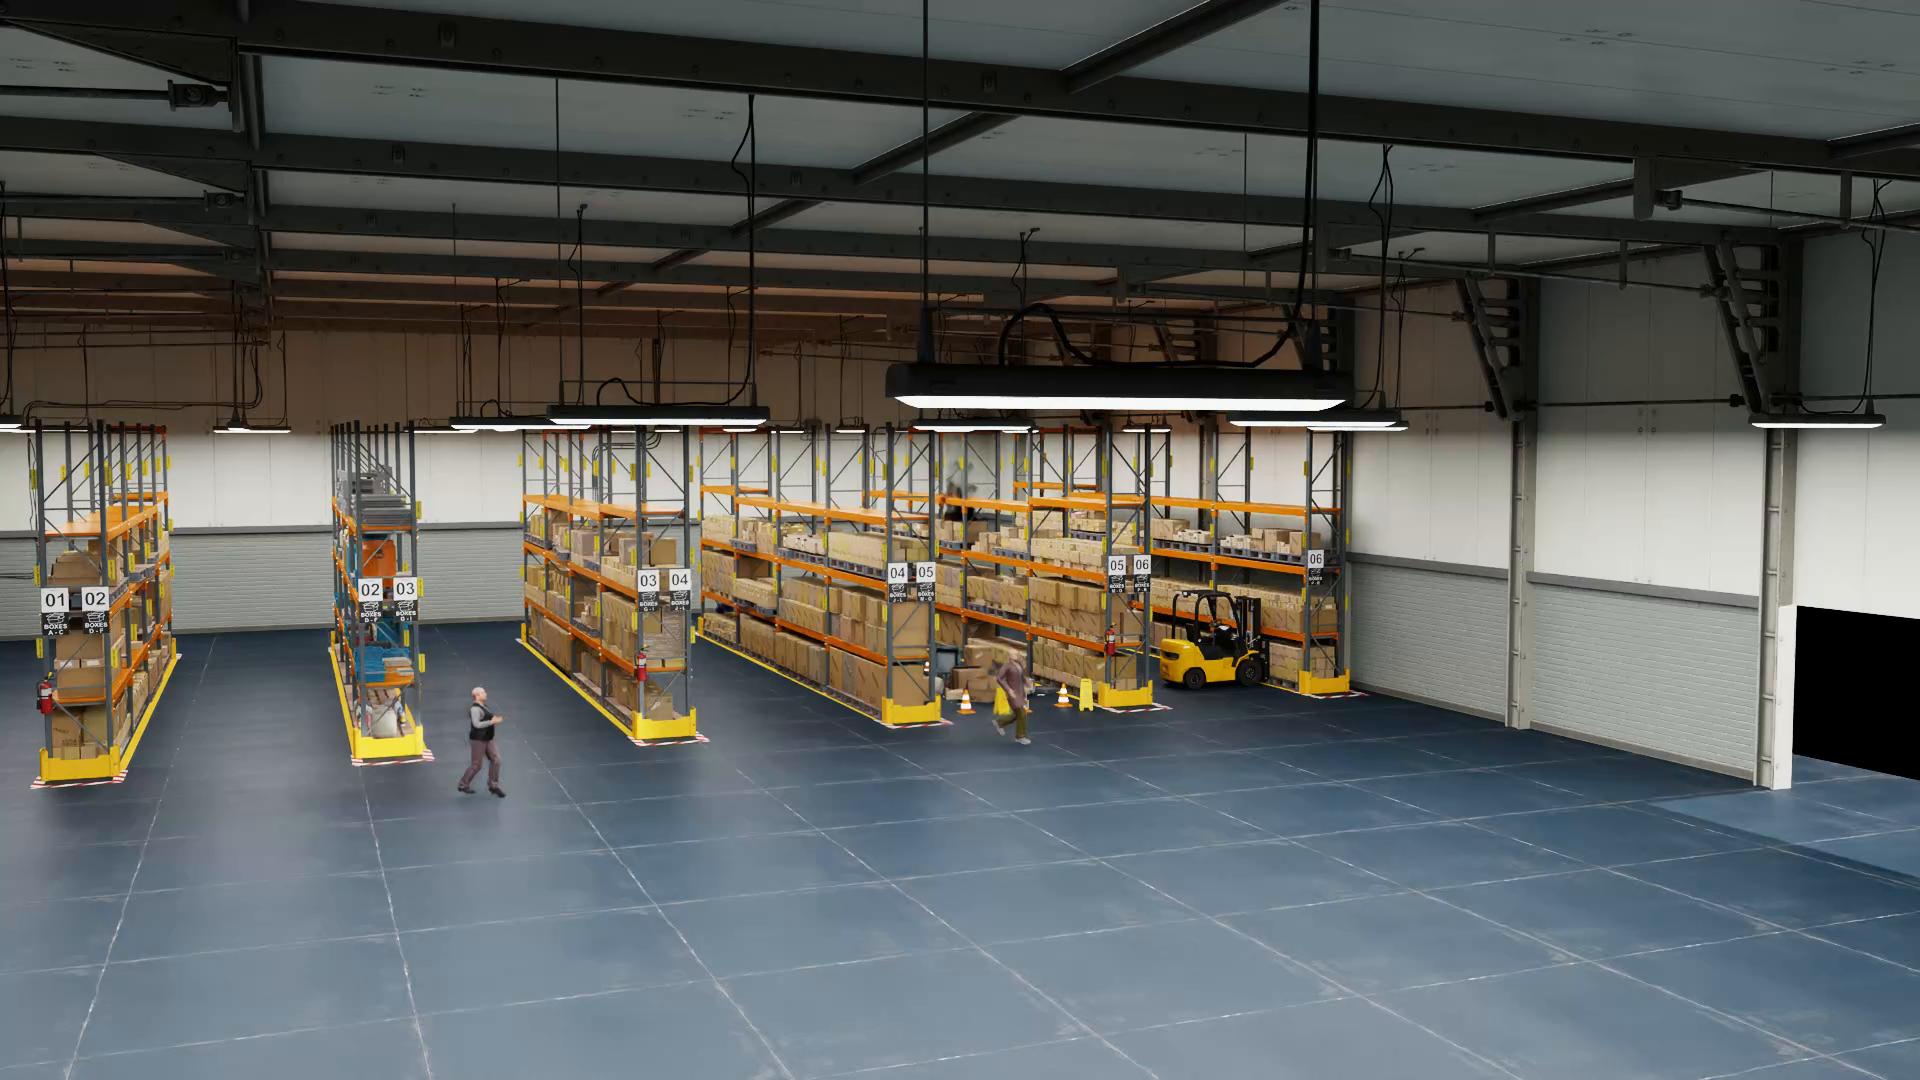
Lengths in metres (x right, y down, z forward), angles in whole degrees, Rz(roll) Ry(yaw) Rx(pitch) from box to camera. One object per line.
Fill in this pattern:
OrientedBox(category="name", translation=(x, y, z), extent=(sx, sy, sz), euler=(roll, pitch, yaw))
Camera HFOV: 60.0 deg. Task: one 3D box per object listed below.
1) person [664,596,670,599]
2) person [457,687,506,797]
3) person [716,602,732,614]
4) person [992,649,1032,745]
OrientedBox(category="person", translation=(-8.548, 1.896, 47.427), extent=(0.768, 1.729, 0.868), euler=(0, 4, 0))
OrientedBox(category="person", translation=(-7.575, 3.212, 26.299), extent=(0.742, 1.775, 0.643), euler=(0, 4, 2))
OrientedBox(category="person", translation=(-7.063, 1.807, 49.515), extent=(0.912, 1.596, 0.649), euler=(1, 4, 15))
OrientedBox(category="person", translation=(0.981, 2.910, 31.092), extent=(0.844, 1.773, 0.704), euler=(2, 4, 31))
